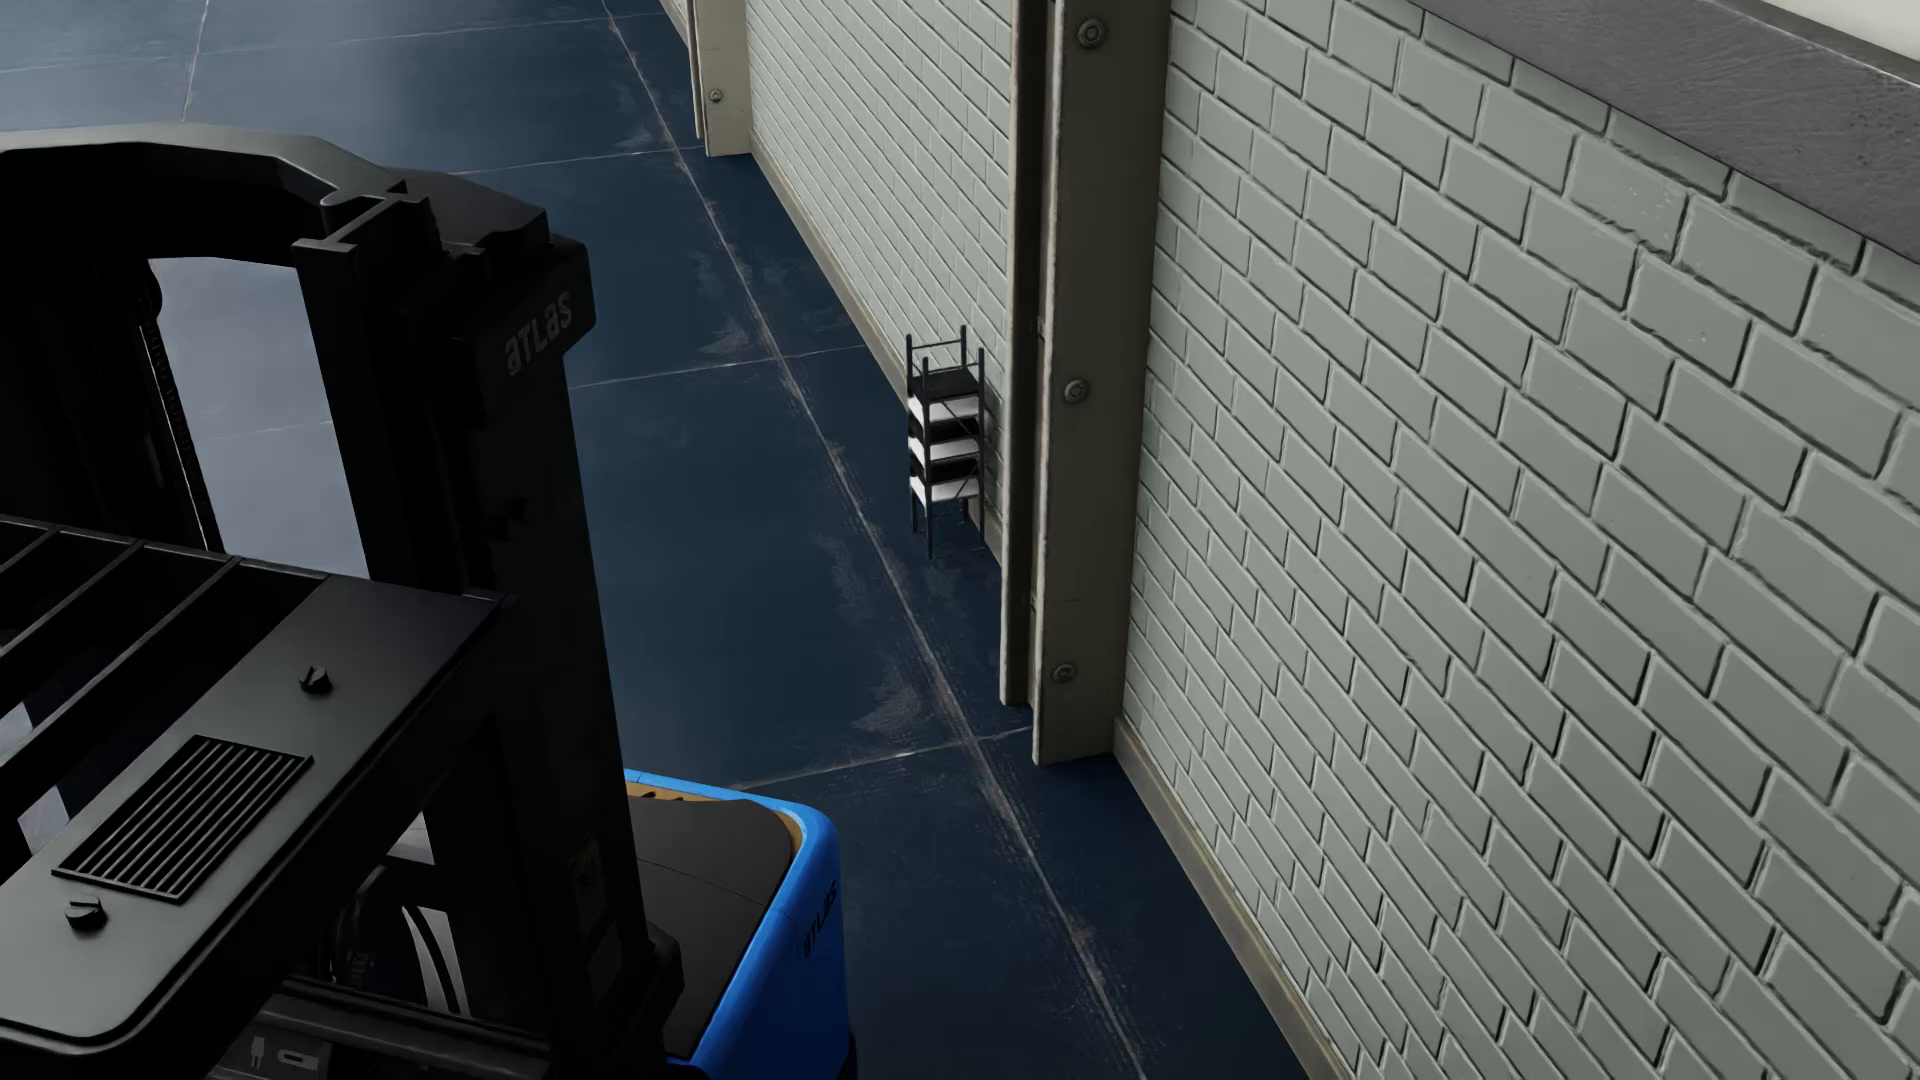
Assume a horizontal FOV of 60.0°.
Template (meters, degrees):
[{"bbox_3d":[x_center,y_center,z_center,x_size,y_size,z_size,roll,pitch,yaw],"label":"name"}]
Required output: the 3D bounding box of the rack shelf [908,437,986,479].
[{"bbox_3d":[-0.052,-0.344,6.511,0.258,0.077,0.200,-11,35,-15],"label":"rack shelf"}]

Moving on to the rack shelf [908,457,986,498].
[{"bbox_3d":[-0.051,-0.269,6.561,0.258,0.077,0.200,-11,35,-15],"label":"rack shelf"}]

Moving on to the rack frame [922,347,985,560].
[{"bbox_3d":[-0.019,-0.319,6.412,0.240,0.900,0.006,-11,35,-15],"label":"rack frame"}]

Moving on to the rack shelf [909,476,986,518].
[{"bbox_3d":[-0.050,-0.194,6.610,0.258,0.077,0.200,-11,35,-15],"label":"rack shelf"}]

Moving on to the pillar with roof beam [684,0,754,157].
[{"bbox_3d":[-5.584,-5.547,6.982,9.100,9.000,0.400,-10,35,-15],"label":"pillar with roof beam"}]

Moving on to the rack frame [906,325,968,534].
[{"bbox_3d":[-0.085,-0.424,6.573,0.240,0.900,0.006,-11,35,-15],"label":"rack frame"}]

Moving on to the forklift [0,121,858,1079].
[{"bbox_3d":[-1.164,1.006,2.568,1.130,2.935,3.031,9,35,13],"label":"forklift"}]

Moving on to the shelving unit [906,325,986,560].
[{"bbox_3d":[-0.052,-0.372,6.493,0.258,0.900,0.210,-11,35,-15],"label":"shelving unit"}]

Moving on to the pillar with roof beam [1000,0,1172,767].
[{"bbox_3d":[-3.754,-2.397,2.215,9.100,9.000,0.400,-10,35,-15],"label":"pillar with roof beam"}]

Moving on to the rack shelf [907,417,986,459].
[{"bbox_3d":[-0.053,-0.419,6.461,0.258,0.077,0.200,-11,35,-15],"label":"rack shelf"}]

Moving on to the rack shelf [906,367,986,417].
[{"bbox_3d":[-0.055,-0.569,6.362,0.258,0.077,0.200,-11,35,-15],"label":"rack shelf"}]

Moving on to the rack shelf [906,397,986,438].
[{"bbox_3d":[-0.054,-0.494,6.412,0.258,0.077,0.200,-11,35,-15],"label":"rack shelf"}]
